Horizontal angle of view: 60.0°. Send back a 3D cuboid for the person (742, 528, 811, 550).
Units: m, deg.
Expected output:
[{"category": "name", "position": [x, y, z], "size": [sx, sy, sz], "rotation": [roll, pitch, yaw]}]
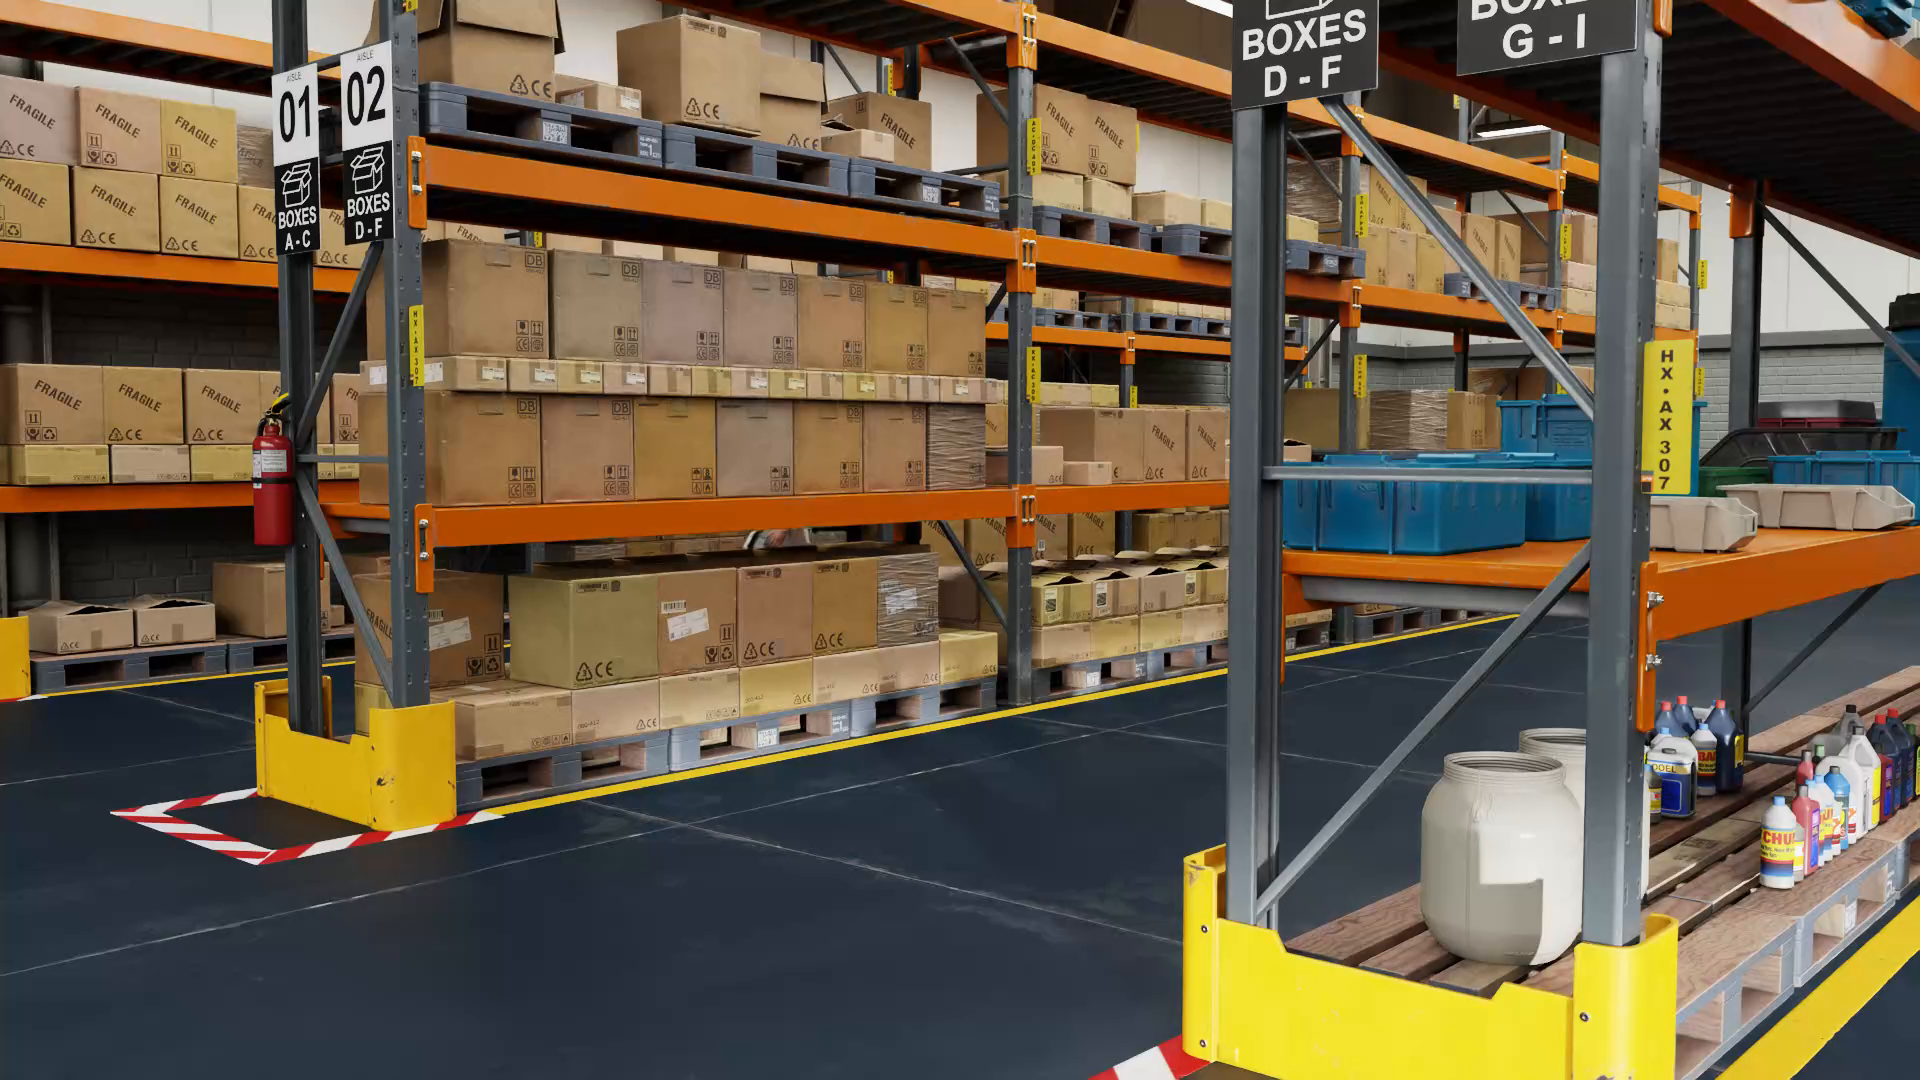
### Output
[{"category": "person", "position": [-1.352, -0.036, 11.961], "size": [0.602, 1.732, 1.052], "rotation": [3, 4, 37]}]
